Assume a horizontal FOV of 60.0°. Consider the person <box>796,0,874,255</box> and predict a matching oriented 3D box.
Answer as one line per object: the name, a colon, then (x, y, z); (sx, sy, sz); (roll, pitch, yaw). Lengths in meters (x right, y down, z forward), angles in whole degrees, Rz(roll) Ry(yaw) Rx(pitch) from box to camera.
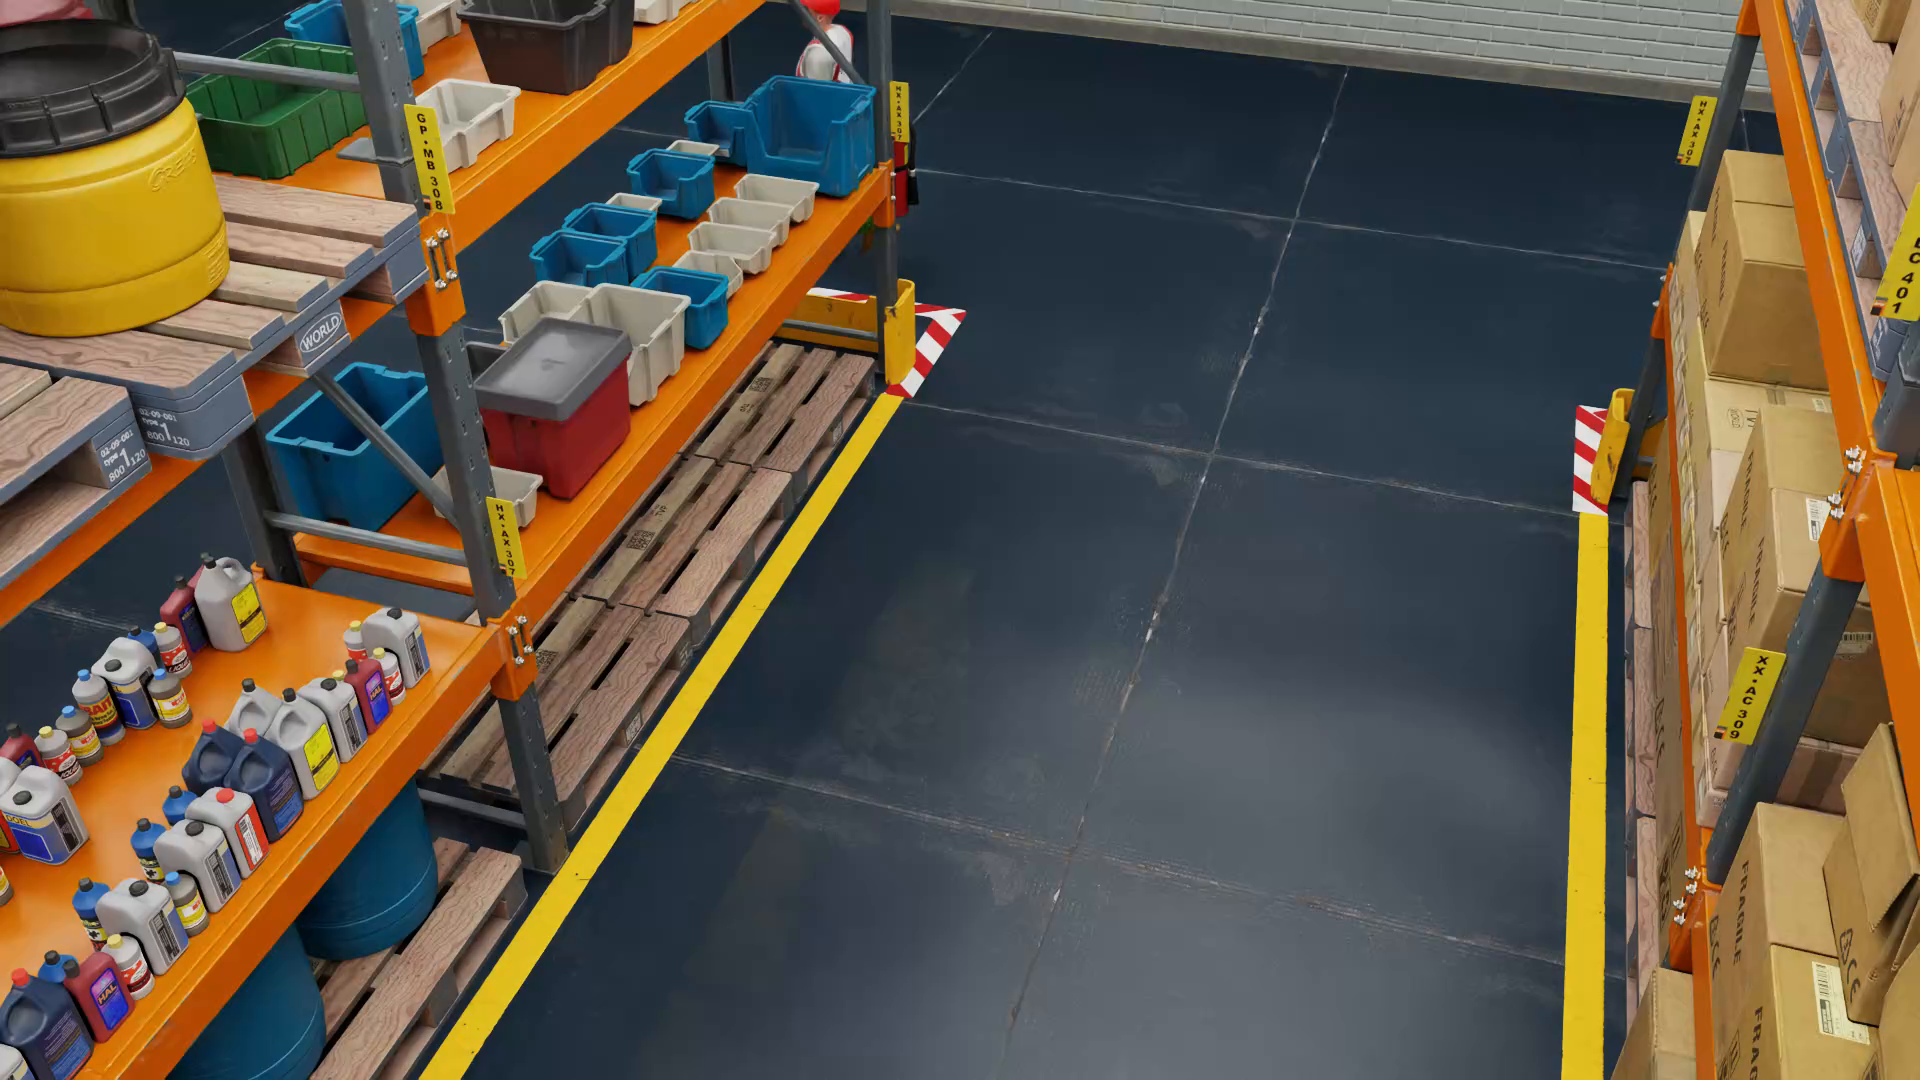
person: (-0.776, -2.539, 10.252); (0.628, 1.779, 0.590); (9, 38, 12)
